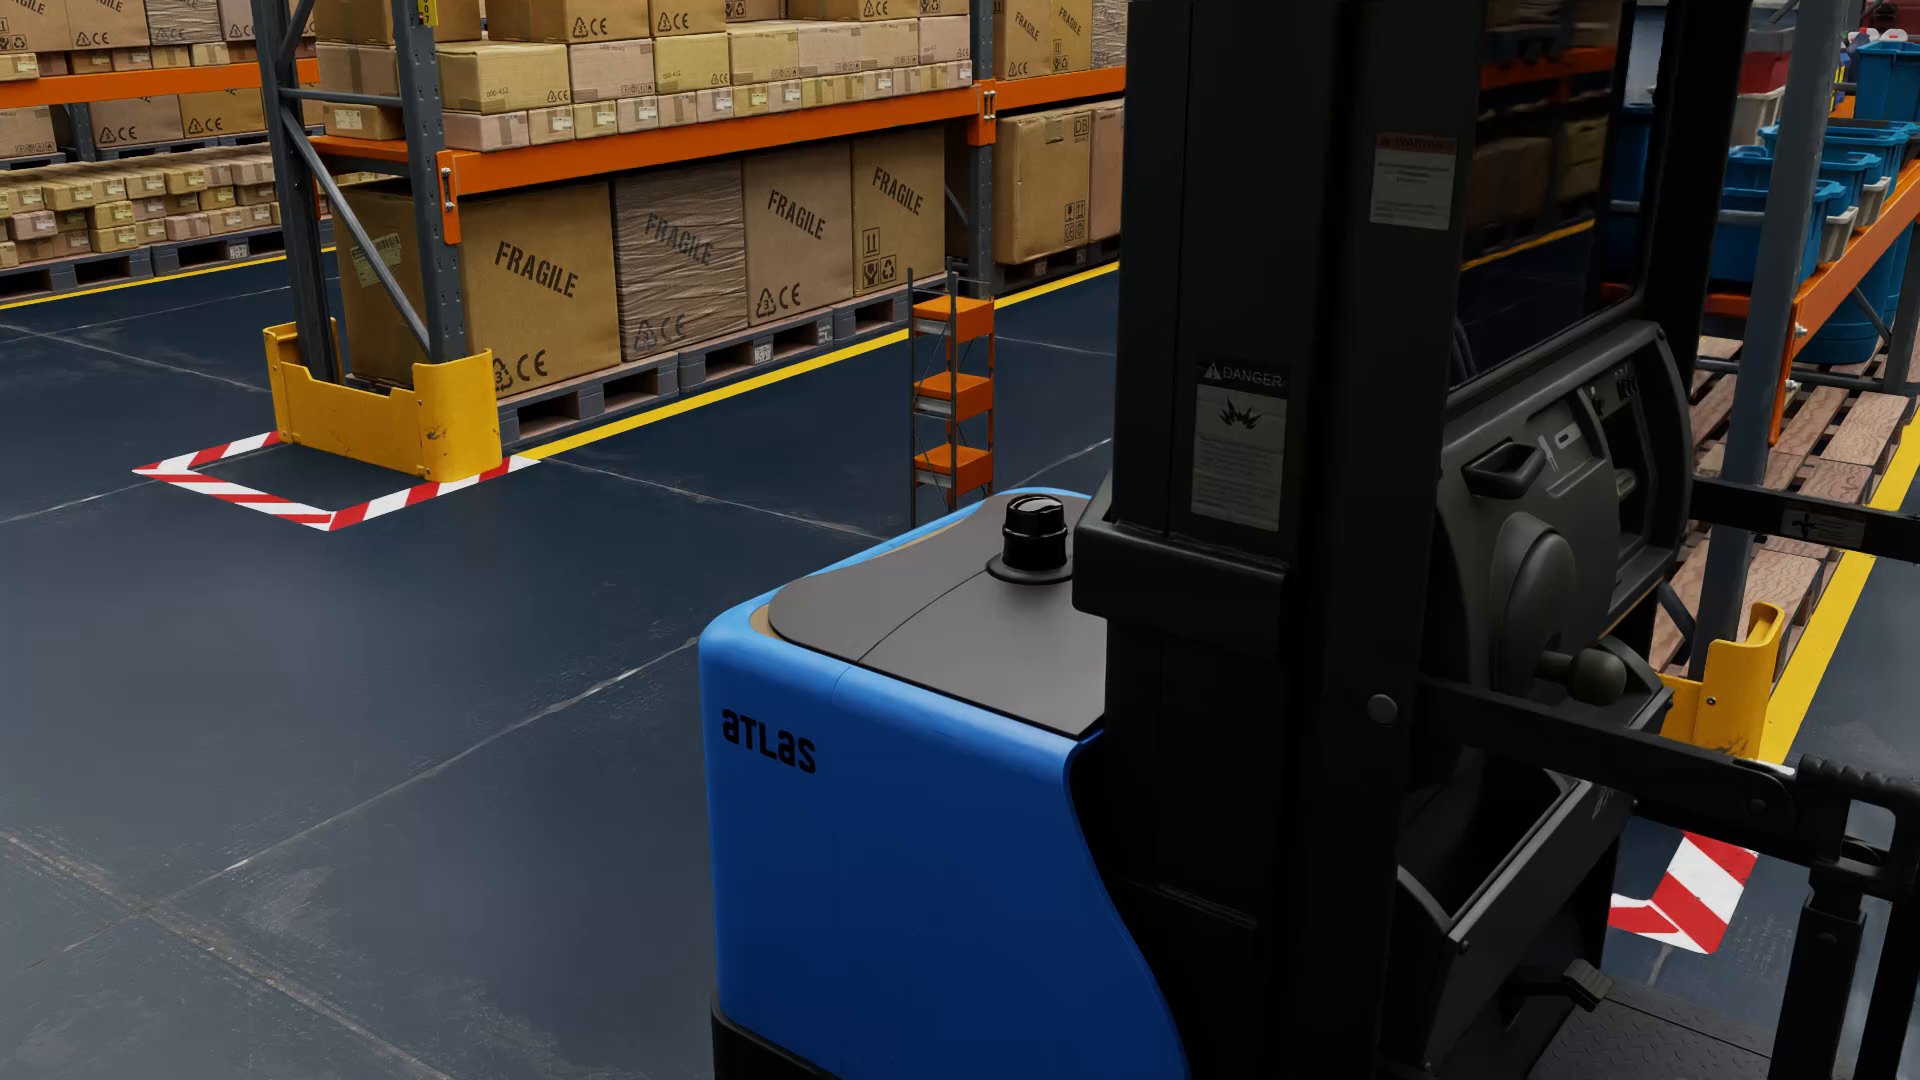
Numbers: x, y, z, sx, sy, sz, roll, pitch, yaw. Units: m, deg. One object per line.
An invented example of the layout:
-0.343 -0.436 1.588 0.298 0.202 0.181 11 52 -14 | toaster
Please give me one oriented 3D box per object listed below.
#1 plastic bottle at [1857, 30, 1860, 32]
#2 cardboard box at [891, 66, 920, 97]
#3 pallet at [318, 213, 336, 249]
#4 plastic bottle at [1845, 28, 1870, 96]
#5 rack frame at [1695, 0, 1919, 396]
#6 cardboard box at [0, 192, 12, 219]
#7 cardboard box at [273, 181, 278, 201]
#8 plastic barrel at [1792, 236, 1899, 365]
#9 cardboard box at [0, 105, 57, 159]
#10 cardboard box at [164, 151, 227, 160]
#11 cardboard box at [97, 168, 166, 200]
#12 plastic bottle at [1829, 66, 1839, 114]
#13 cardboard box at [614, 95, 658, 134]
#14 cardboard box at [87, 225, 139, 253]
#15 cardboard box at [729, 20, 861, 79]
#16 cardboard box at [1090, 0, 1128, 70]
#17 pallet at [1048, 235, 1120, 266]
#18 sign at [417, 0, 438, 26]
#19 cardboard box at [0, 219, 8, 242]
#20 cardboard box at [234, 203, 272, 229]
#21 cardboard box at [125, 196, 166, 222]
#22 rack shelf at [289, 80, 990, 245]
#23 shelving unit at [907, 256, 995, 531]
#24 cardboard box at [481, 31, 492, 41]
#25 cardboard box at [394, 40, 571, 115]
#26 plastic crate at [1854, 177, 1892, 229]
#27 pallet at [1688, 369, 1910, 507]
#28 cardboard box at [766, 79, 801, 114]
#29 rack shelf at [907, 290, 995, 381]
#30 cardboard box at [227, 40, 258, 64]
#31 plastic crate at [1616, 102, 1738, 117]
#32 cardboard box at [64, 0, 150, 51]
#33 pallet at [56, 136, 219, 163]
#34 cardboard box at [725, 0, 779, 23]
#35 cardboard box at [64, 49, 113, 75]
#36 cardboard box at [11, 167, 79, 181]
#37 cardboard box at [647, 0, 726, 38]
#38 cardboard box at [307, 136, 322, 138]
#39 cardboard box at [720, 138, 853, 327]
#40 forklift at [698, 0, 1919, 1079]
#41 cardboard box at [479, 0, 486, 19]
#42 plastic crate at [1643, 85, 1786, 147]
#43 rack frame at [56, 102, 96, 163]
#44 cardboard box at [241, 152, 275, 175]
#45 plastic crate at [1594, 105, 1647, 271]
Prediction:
5.491 -2.985 10.195 0.097 0.271 0.097 0 20 0 | plastic bottle
-0.445 -2.535 9.158 0.380 0.149 0.250 13 24 31 | cardboard box
-4.649 -2.441 12.560 1.003 0.211 1.213 13 24 32 | pallet
4.908 -2.616 9.084 0.144 0.351 0.185 13 24 32 | plastic bottle
3.841 -1.986 7.311 1.000 3.000 0.127 13 24 32 | rack frame
-5.974 -2.024 10.059 0.380 0.149 0.250 12 23 29 | cardboard box
-4.842 -2.505 11.790 0.380 0.149 0.250 14 24 33 | cardboard box
4.161 -1.352 8.015 0.600 0.901 0.708 13 24 32 | plastic barrel
-8.893 -3.721 15.088 0.875 0.438 0.875 13 24 31 | cardboard box
-5.394 -2.649 11.748 0.380 0.149 0.250 12 24 30 | cardboard box
-5.436 -2.339 10.910 0.380 0.149 0.250 14 25 34 | cardboard box
4.206 -2.263 8.129 0.144 0.351 0.185 13 24 32 | plastic bottle
-1.599 -1.947 7.566 0.380 0.149 0.250 13 24 31 | cardboard box
-5.542 -1.964 10.755 0.380 0.149 0.250 14 24 32 | cardboard box
-0.862 -2.548 8.617 0.500 0.250 0.500 14 24 33 | cardboard box
0.774 -3.370 10.908 0.500 0.500 0.500 13 24 31 | cardboard box
0.801 -2.232 11.995 1.003 0.211 1.213 13 24 32 | pallet
-2.048 -2.138 6.358 0.100 0.325 0.005 13 24 32 | sign
-6.042 -1.900 10.154 0.380 0.149 0.250 14 25 34 | cardboard box
-5.023 -2.271 11.584 0.380 0.149 0.250 14 24 33 | cardboard box
-5.473 -2.203 10.971 0.380 0.149 0.250 12 23 29 | cardboard box
-1.380 -2.041 8.496 1.077 0.370 4.000 13 24 32 | rack shelf
-0.030 -0.477 6.041 0.215 1.050 0.252 13 24 32 | shelving unit
-2.165 -2.210 7.703 0.500 0.250 0.500 13 24 31 | cardboard box
-2.011 -1.959 7.024 0.500 0.250 0.500 13 24 30 | cardboard box
2.634 -1.020 4.993 0.250 0.136 0.298 13 24 32 | plastic crate
3.460 -0.460 7.204 1.003 0.211 1.213 13 24 32 | pallet
-1.022 -2.241 8.363 0.380 0.149 0.250 14 24 33 | cardboard box
-0.030 -0.733 5.947 0.215 0.259 0.240 13 24 32 | rack shelf
-5.002 -3.327 11.299 0.380 0.149 0.250 13 24 31 | cardboard box
2.535 -1.427 5.955 0.416 0.233 0.300 13 24 32 | plastic crate
-5.503 -3.359 10.449 0.500 0.500 0.500 14 24 33 | cardboard box
-8.080 -3.813 16.269 1.003 0.211 1.213 13 24 32 | pallet
-1.308 -2.996 8.746 0.500 0.500 0.500 12 24 30 | cardboard box
-5.587 -3.034 10.506 0.380 0.149 0.250 13 24 31 | cardboard box
-6.034 -2.363 10.976 0.380 0.149 0.250 12 24 30 | cardboard box
-1.443 -2.604 7.687 0.500 0.500 0.500 13 24 30 | cardboard box
-4.869 -2.961 12.594 0.380 0.149 0.250 15 25 34 | cardboard box
-1.198 -1.721 9.050 0.875 0.875 0.875 13 24 32 | cardboard box
1.015 -0.052 2.180 3.031 2.935 1.130 15 25 35 | forklift
-3.699 -4.051 12.650 0.380 0.149 0.250 12 23 29 | cardboard box
2.830 -1.557 6.234 0.437 0.282 0.530 13 24 32 | plastic crate
-8.451 -4.885 15.147 1.000 3.000 0.127 13 24 32 | rack frame
-4.816 -2.626 11.686 0.380 0.149 0.250 12 23 29 | cardboard box
1.626 -1.016 4.550 0.616 0.435 0.499 13 24 32 | plastic crate
